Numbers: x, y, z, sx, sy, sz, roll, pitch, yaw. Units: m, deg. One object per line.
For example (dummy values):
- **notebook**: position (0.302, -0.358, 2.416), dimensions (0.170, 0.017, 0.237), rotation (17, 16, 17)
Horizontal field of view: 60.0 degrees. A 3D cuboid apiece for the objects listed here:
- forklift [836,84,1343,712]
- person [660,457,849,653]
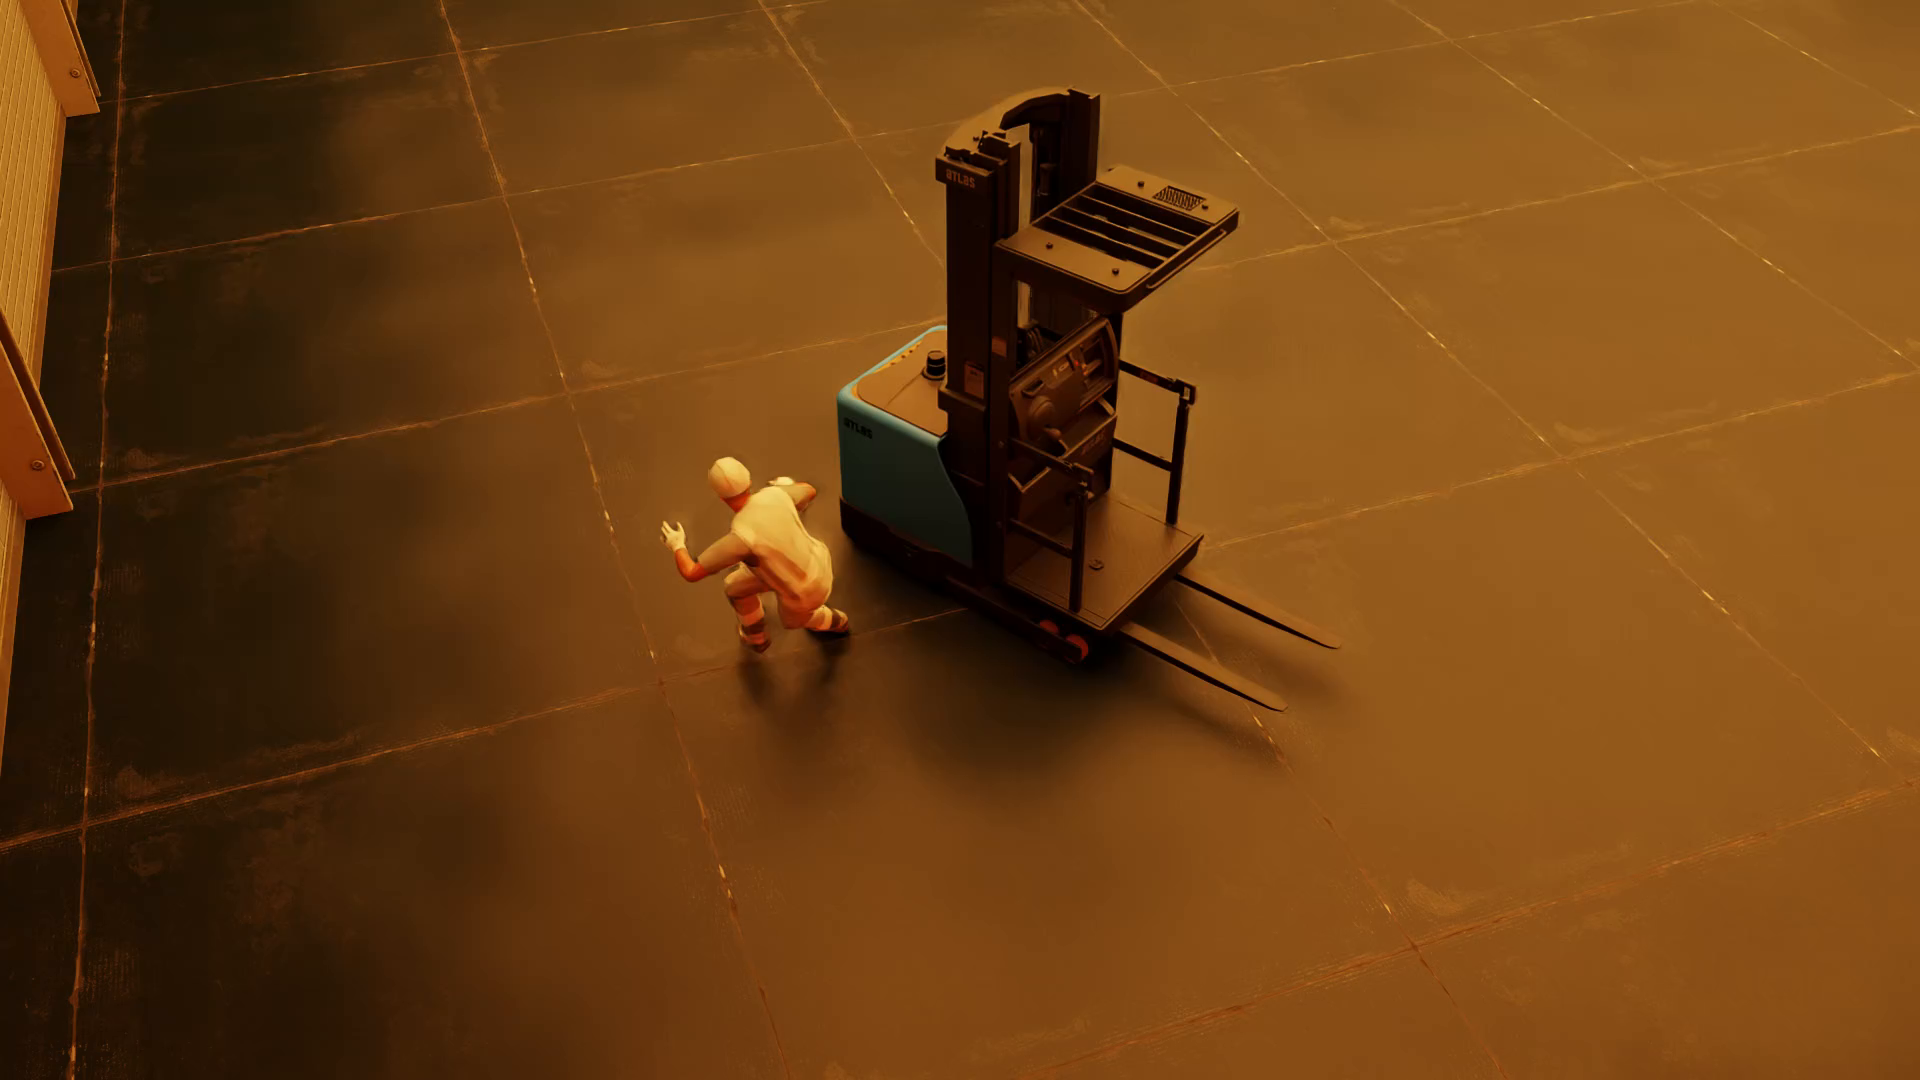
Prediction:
- **forklift**: position (0.736, -0.811, 8.963), dimensions (3.031, 2.935, 1.130), rotation (27, 47, 28)
- **person**: position (-1.096, 0.106, 8.936), dimensions (0.901, 1.530, 1.004), rotation (5, 40, 6)
